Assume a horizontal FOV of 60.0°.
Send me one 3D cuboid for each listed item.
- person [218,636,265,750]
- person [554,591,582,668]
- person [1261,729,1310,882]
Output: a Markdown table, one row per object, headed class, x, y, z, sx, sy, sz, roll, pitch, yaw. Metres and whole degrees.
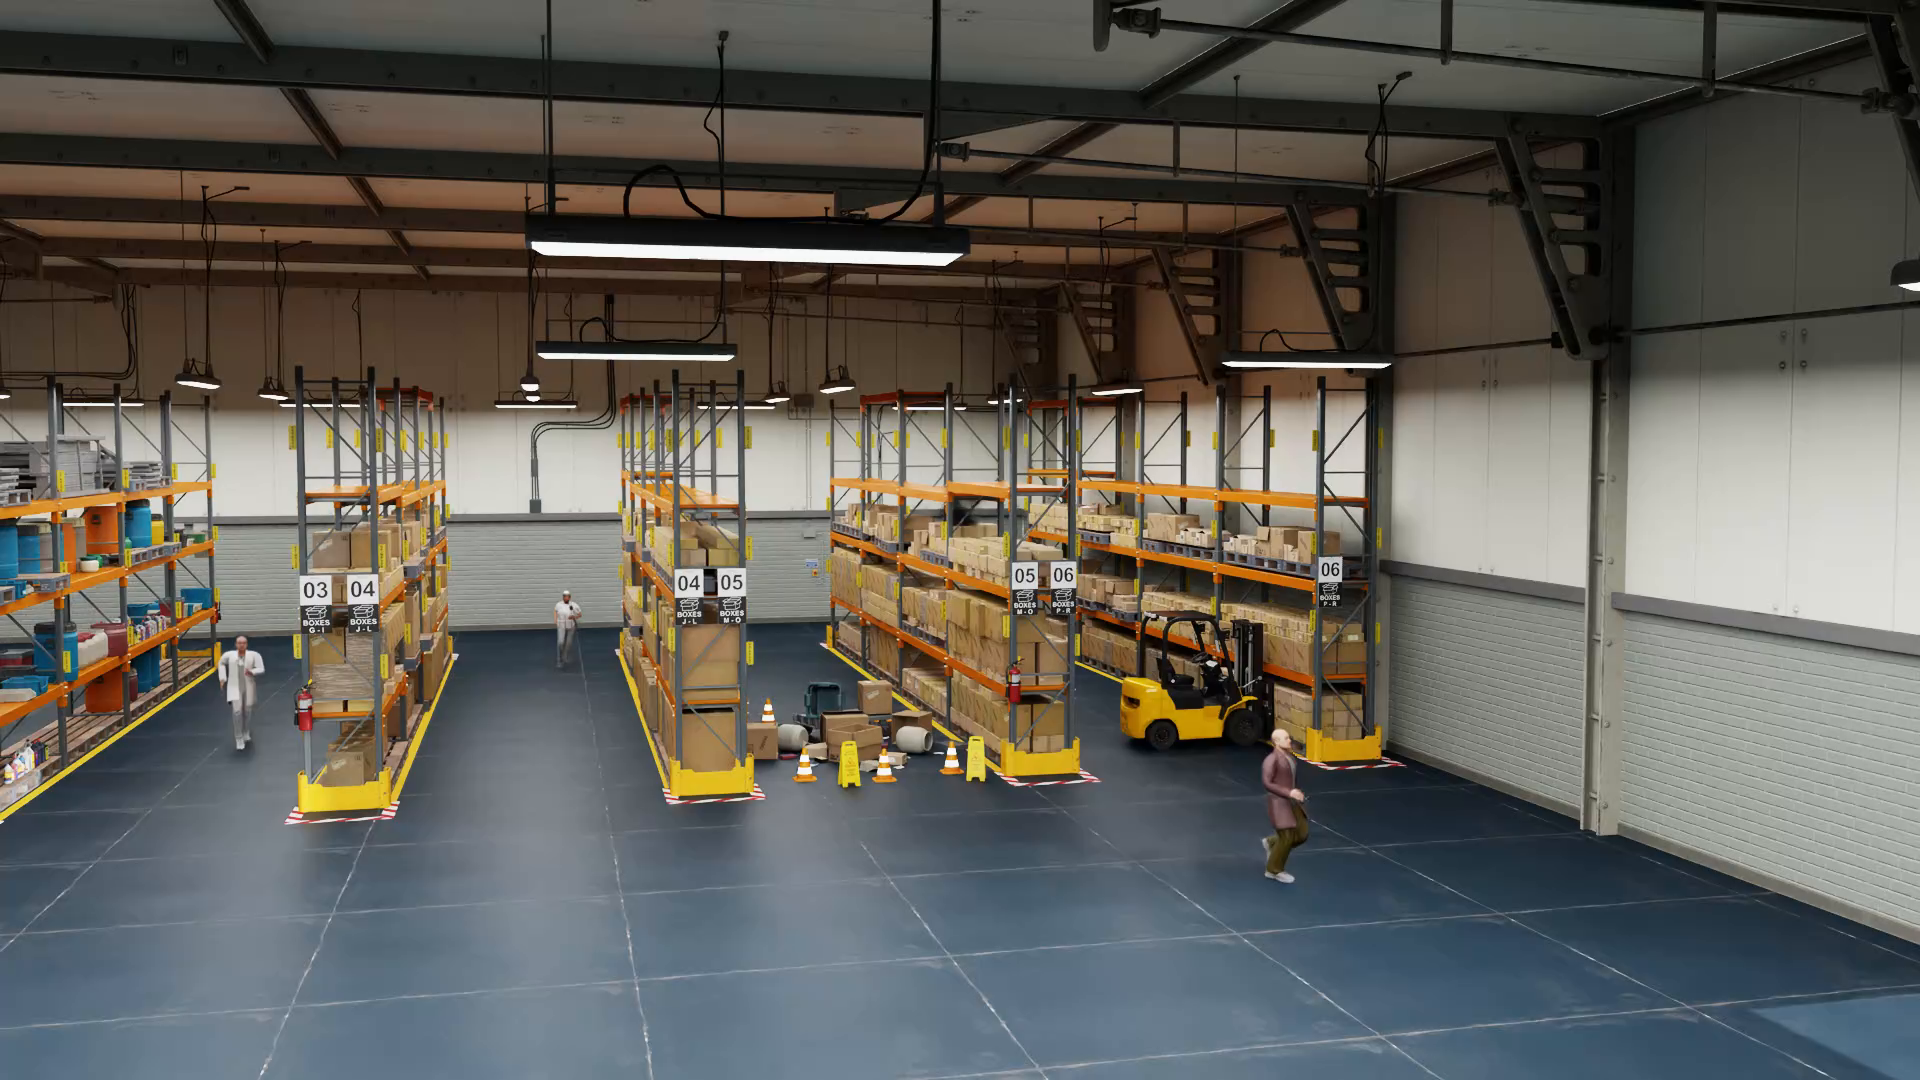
| class | x | y | z | sx | sy | sz | roll | pitch | yaw |
| --- | --- | --- | --- | --- | --- | --- | --- | --- | --- |
| person | -11.753 | 2.487 | 27.234 | 0.666 | 1.847 | 0.937 | -2 | 4 | -29 |
| person | -8.698 | 1.980 | 36.897 | 0.618 | 1.725 | 0.690 | 0 | 3 | -8 |
| person | 3.681 | 3.012 | 18.893 | 0.633 | 1.735 | 0.707 | 3 | 4 | 38 |
